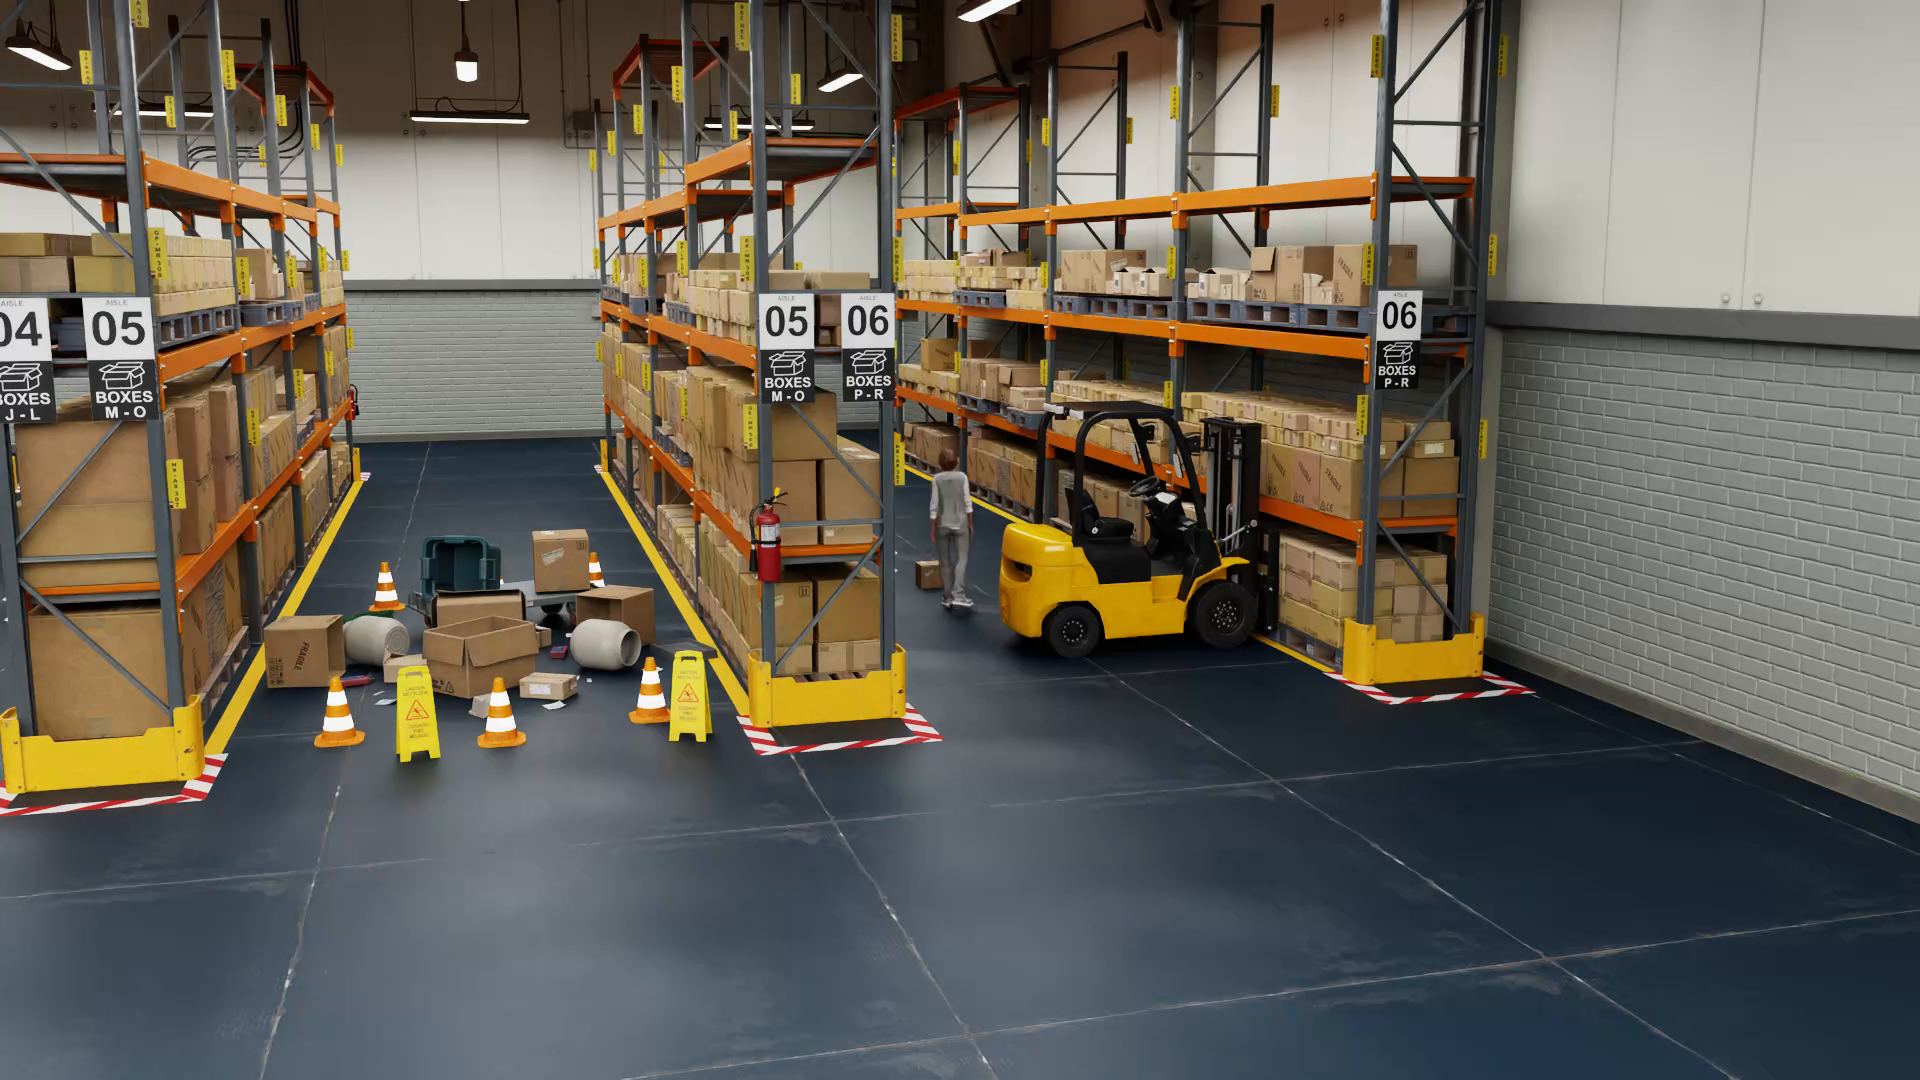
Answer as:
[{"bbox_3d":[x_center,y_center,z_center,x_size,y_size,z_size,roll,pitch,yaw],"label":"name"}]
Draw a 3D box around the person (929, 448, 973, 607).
[{"bbox_3d":[-0.089,-0.107,16.550,0.441,1.591,0.524,0,9,-1],"label":"person"}]
